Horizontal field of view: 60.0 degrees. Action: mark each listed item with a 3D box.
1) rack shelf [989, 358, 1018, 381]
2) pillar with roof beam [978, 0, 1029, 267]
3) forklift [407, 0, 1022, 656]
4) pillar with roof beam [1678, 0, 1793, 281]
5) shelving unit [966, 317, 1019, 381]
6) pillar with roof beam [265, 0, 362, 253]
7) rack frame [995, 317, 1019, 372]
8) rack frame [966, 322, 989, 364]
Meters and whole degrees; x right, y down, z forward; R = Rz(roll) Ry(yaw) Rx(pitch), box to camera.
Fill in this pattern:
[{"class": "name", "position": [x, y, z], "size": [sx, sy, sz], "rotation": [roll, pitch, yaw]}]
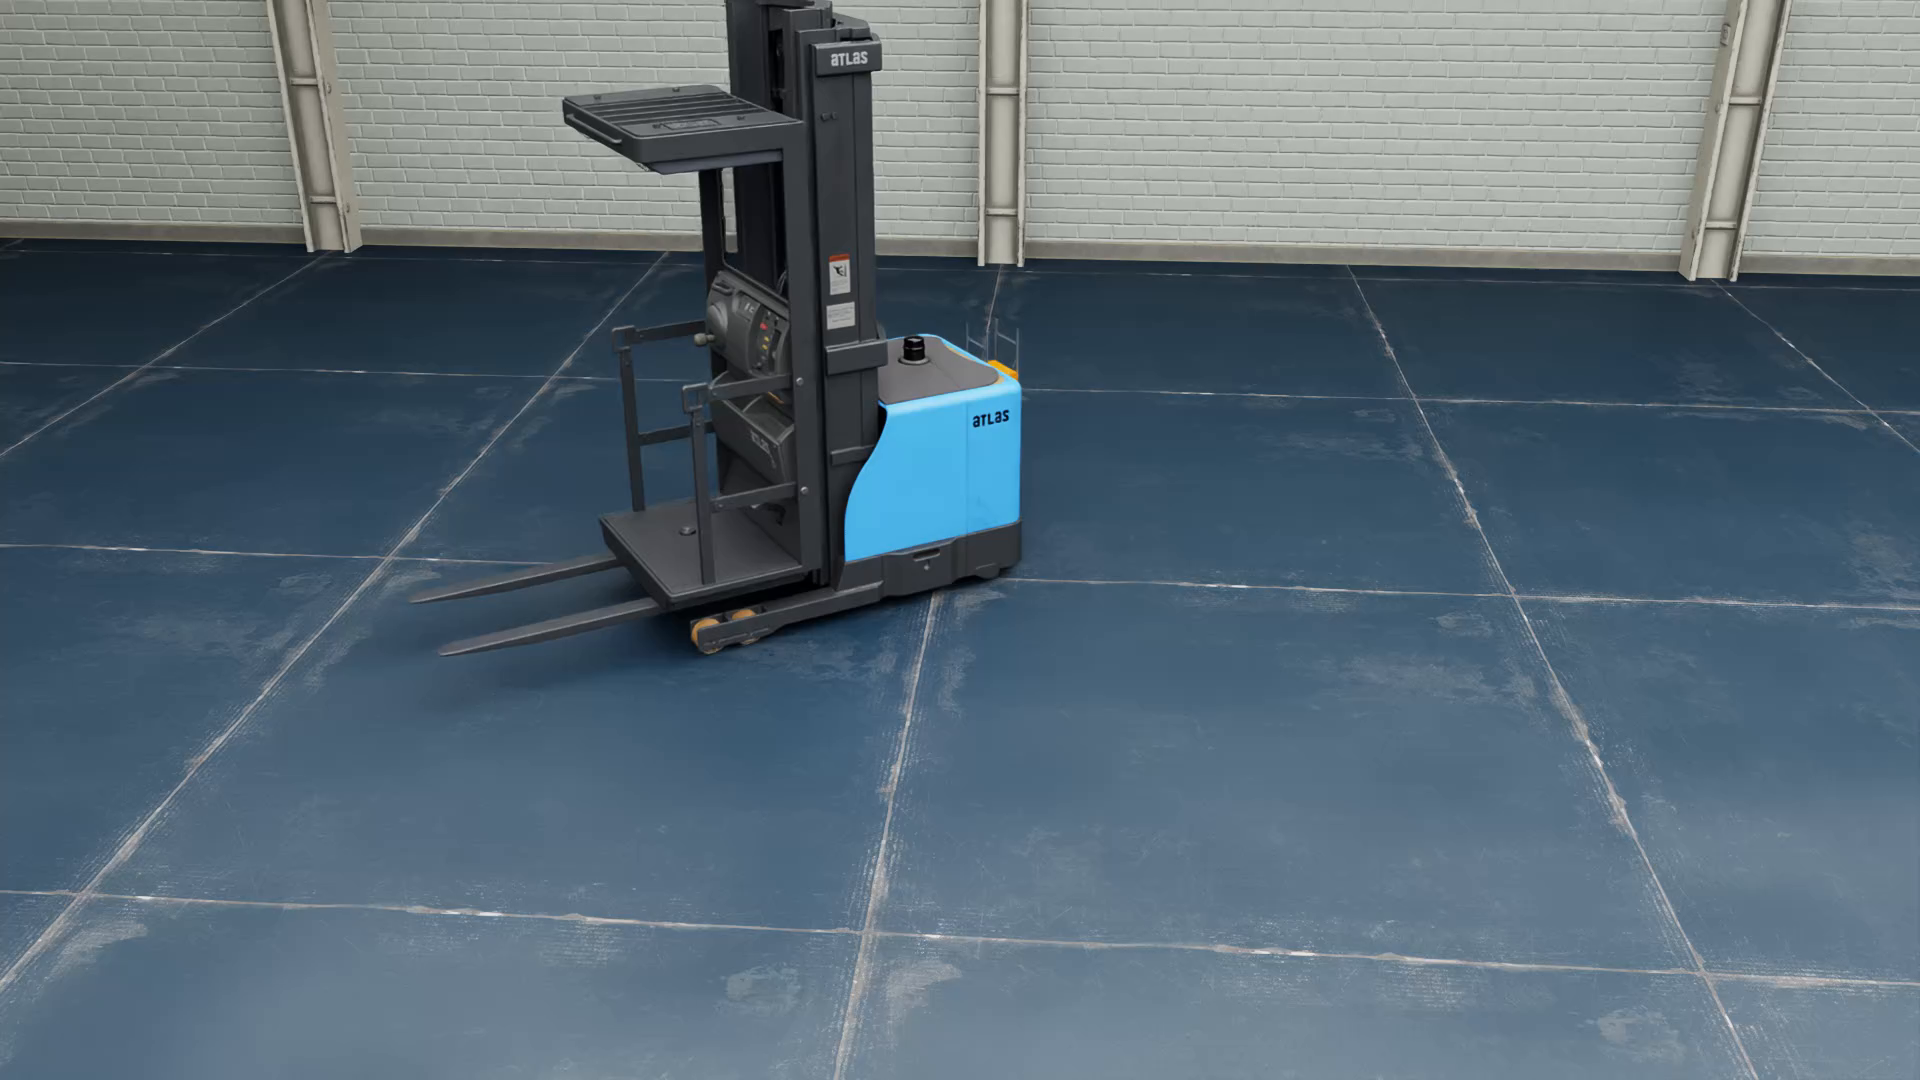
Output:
[{"class": "rack shelf", "position": [0.171, -0.883, 8.979], "size": [0.180, 0.103, 0.258], "rotation": [-13, 28, -26]}, {"class": "pillar with roof beam", "position": [0.034, -4.732, 8.768], "size": [0.400, 9.000, 9.100], "rotation": [2, 25, 4]}, {"class": "forklift", "position": [-1.212, -1.034, 7.991], "size": [3.031, 2.935, 1.130], "rotation": [-13, 28, -26]}, {"class": "pillar with roof beam", "position": [6.017, -4.540, 8.351], "size": [0.400, 9.000, 9.100], "rotation": [2, 25, 4]}, {"class": "shelving unit", "position": [0.171, -0.596, 9.111], "size": [0.189, 1.200, 0.258], "rotation": [-13, 28, -26]}, {"class": "pillar with roof beam", "position": [-5.948, -4.924, 9.186], "size": [0.400, 9.000, 9.100], "rotation": [2, 25, 4]}, {"class": "rack frame", "position": [0.251, -0.615, 9.151], "size": [0.006, 1.200, 0.240], "rotation": [-13, 28, -26]}, {"class": "rack frame", "position": [0.091, -0.578, 9.070], "size": [0.006, 1.200, 0.240], "rotation": [-13, 28, -26]}]
